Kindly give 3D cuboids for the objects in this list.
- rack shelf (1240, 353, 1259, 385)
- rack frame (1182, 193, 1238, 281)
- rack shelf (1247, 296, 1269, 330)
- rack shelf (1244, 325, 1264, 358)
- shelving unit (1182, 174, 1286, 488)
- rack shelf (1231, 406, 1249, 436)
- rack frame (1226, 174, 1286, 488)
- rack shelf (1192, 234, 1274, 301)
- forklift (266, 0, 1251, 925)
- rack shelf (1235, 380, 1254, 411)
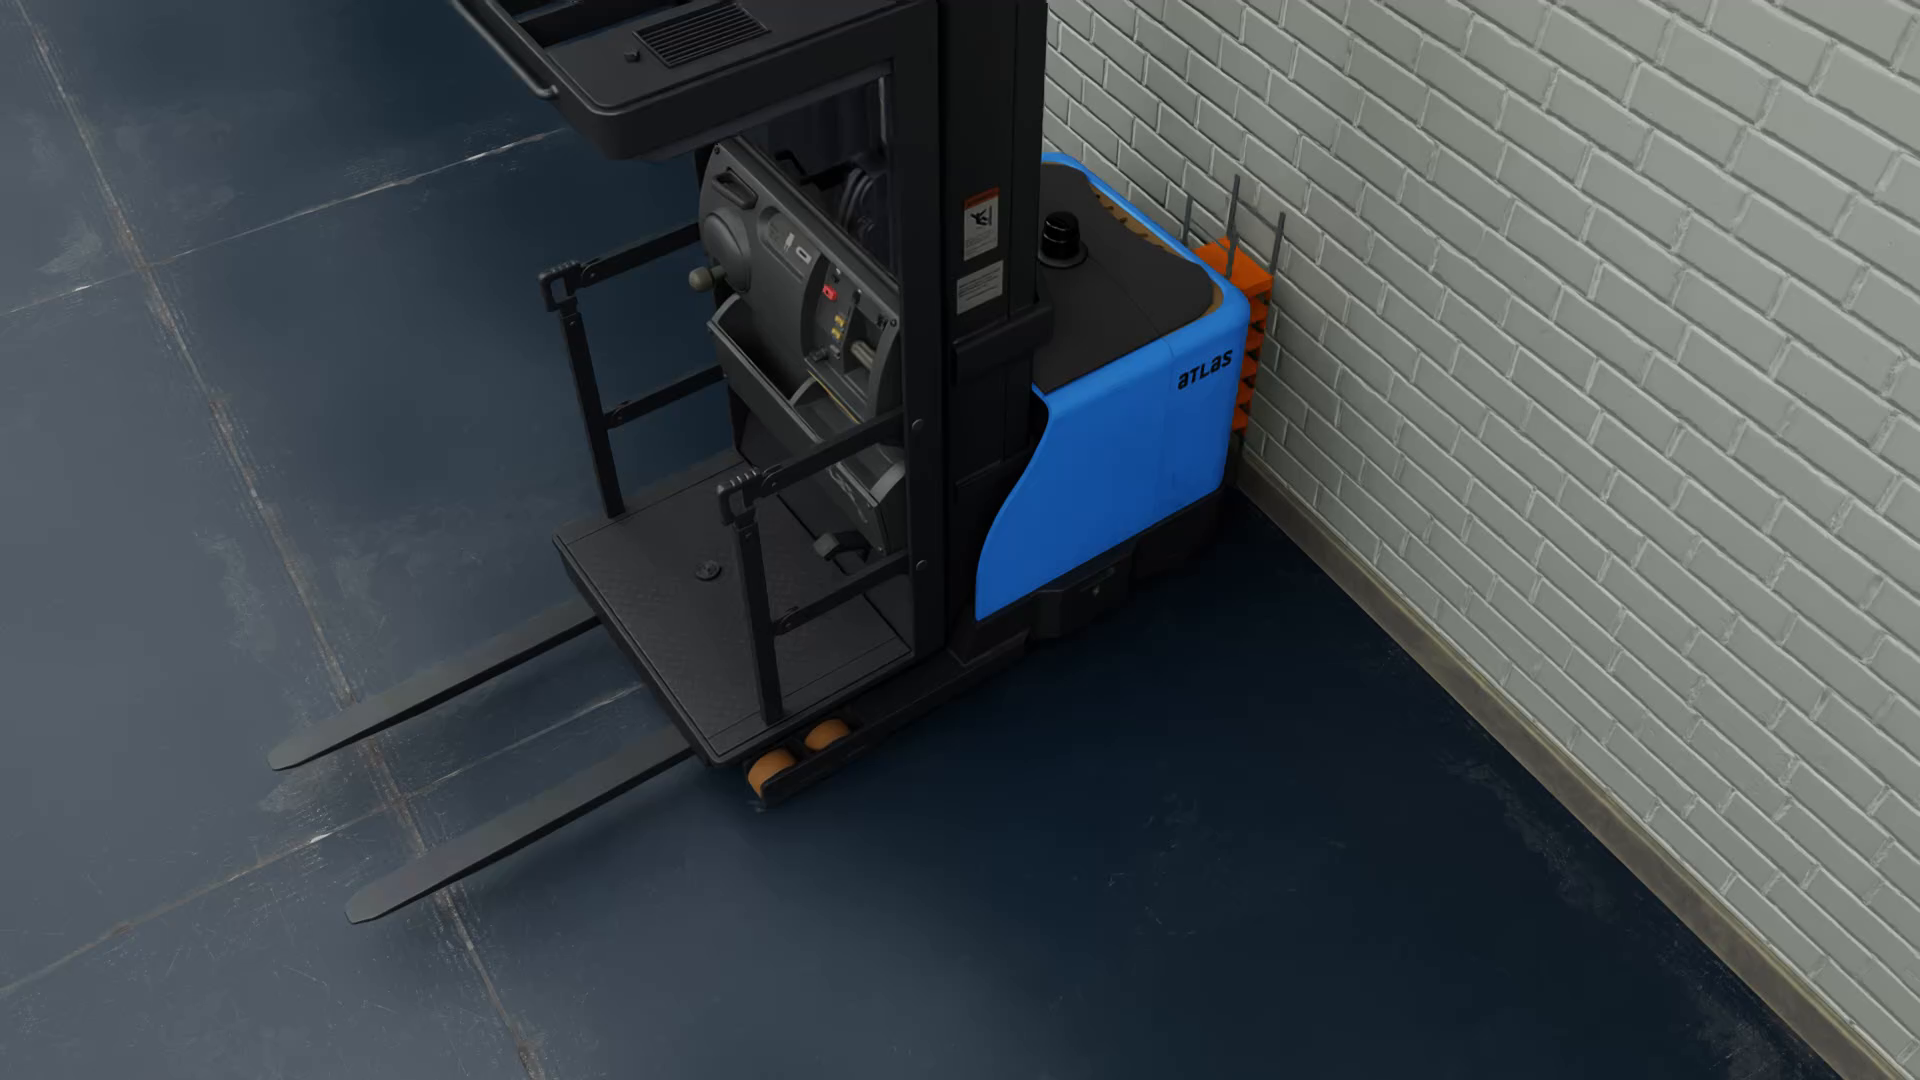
[{"bbox_3d":[0.840,-0.594,5.535,0.180,0.103,0.258,-25,53,-20],"label":"rack shelf"},{"bbox_3d":[0.762,-0.587,5.470,0.006,1.200,0.240,-25,53,-20],"label":"rack frame"},{"bbox_3d":[0.840,-0.753,5.356,0.180,0.103,0.258,-25,53,-20],"label":"rack shelf"},{"bbox_3d":[0.840,-0.673,5.445,0.180,0.103,0.258,-25,53,-20],"label":"rack shelf"},{"bbox_3d":[0.840,-0.623,5.502,0.189,1.200,0.258,-25,53,-20],"label":"shelving unit"},{"bbox_3d":[0.840,-0.434,5.714,0.180,0.103,0.258,-25,53,-20],"label":"rack shelf"},{"bbox_3d":[0.918,-0.659,5.534,0.006,1.200,0.240,-25,53,-20],"label":"rack frame"},{"bbox_3d":[0.840,-0.833,5.266,0.180,0.103,0.258,-25,53,-20],"label":"rack shelf"},{"bbox_3d":[-0.610,-0.635,4.353,3.031,2.935,1.130,-28,54,-22],"label":"forklift"},{"bbox_3d":[0.840,-0.514,5.624,0.180,0.103,0.258,-25,53,-20],"label":"rack shelf"}]
